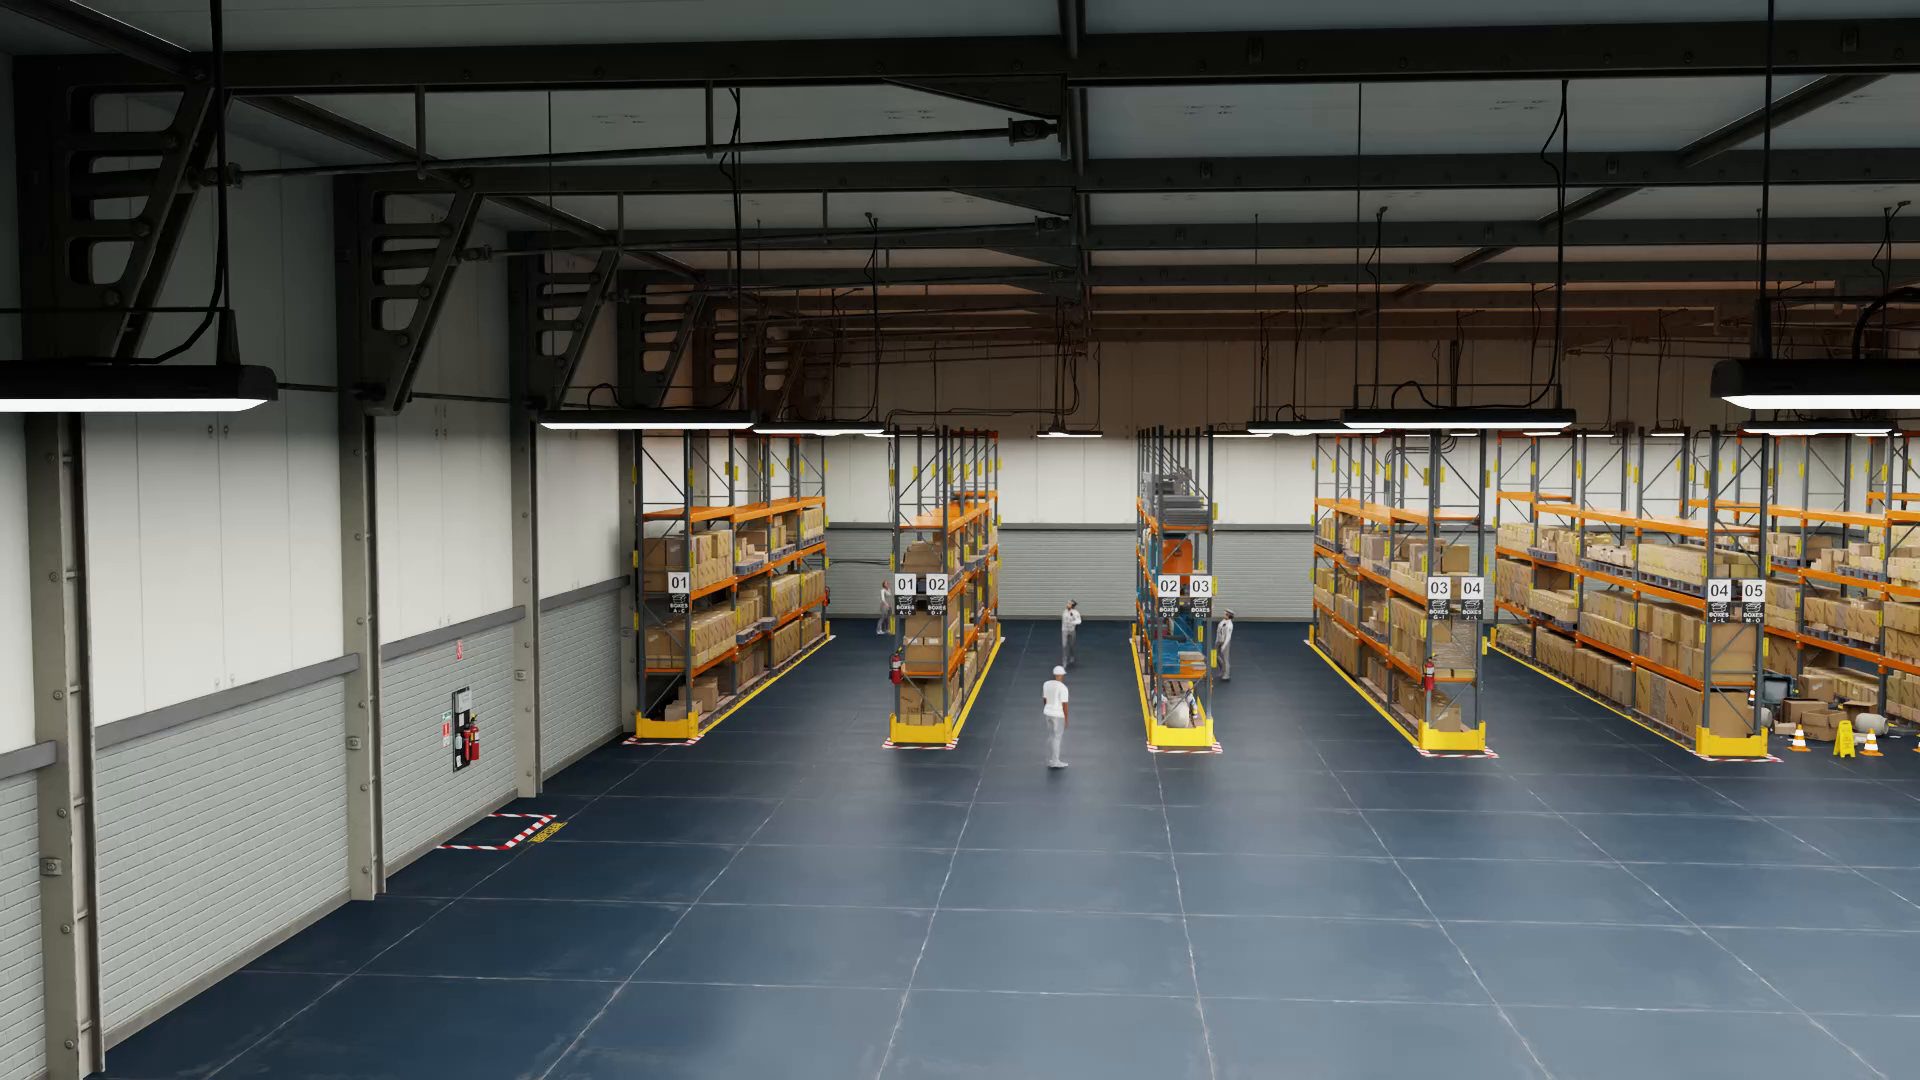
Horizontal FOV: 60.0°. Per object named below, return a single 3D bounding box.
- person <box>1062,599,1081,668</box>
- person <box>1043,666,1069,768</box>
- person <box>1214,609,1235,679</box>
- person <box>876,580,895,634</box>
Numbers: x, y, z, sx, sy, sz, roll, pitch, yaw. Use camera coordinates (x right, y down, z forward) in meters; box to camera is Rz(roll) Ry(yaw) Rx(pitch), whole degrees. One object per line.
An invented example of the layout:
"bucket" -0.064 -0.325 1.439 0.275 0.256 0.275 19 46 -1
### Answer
"person" 2.827 2.351 42.186 0.506 1.737 0.784 1 3 9
"person" 1.694 3.084 29.092 0.383 1.771 0.600 -3 4 -38
"person" 6.331 2.484 39.943 0.436 1.690 0.584 -2 4 -26
"person" -2.190 1.988 48.838 0.577 1.611 0.524 1 3 9
